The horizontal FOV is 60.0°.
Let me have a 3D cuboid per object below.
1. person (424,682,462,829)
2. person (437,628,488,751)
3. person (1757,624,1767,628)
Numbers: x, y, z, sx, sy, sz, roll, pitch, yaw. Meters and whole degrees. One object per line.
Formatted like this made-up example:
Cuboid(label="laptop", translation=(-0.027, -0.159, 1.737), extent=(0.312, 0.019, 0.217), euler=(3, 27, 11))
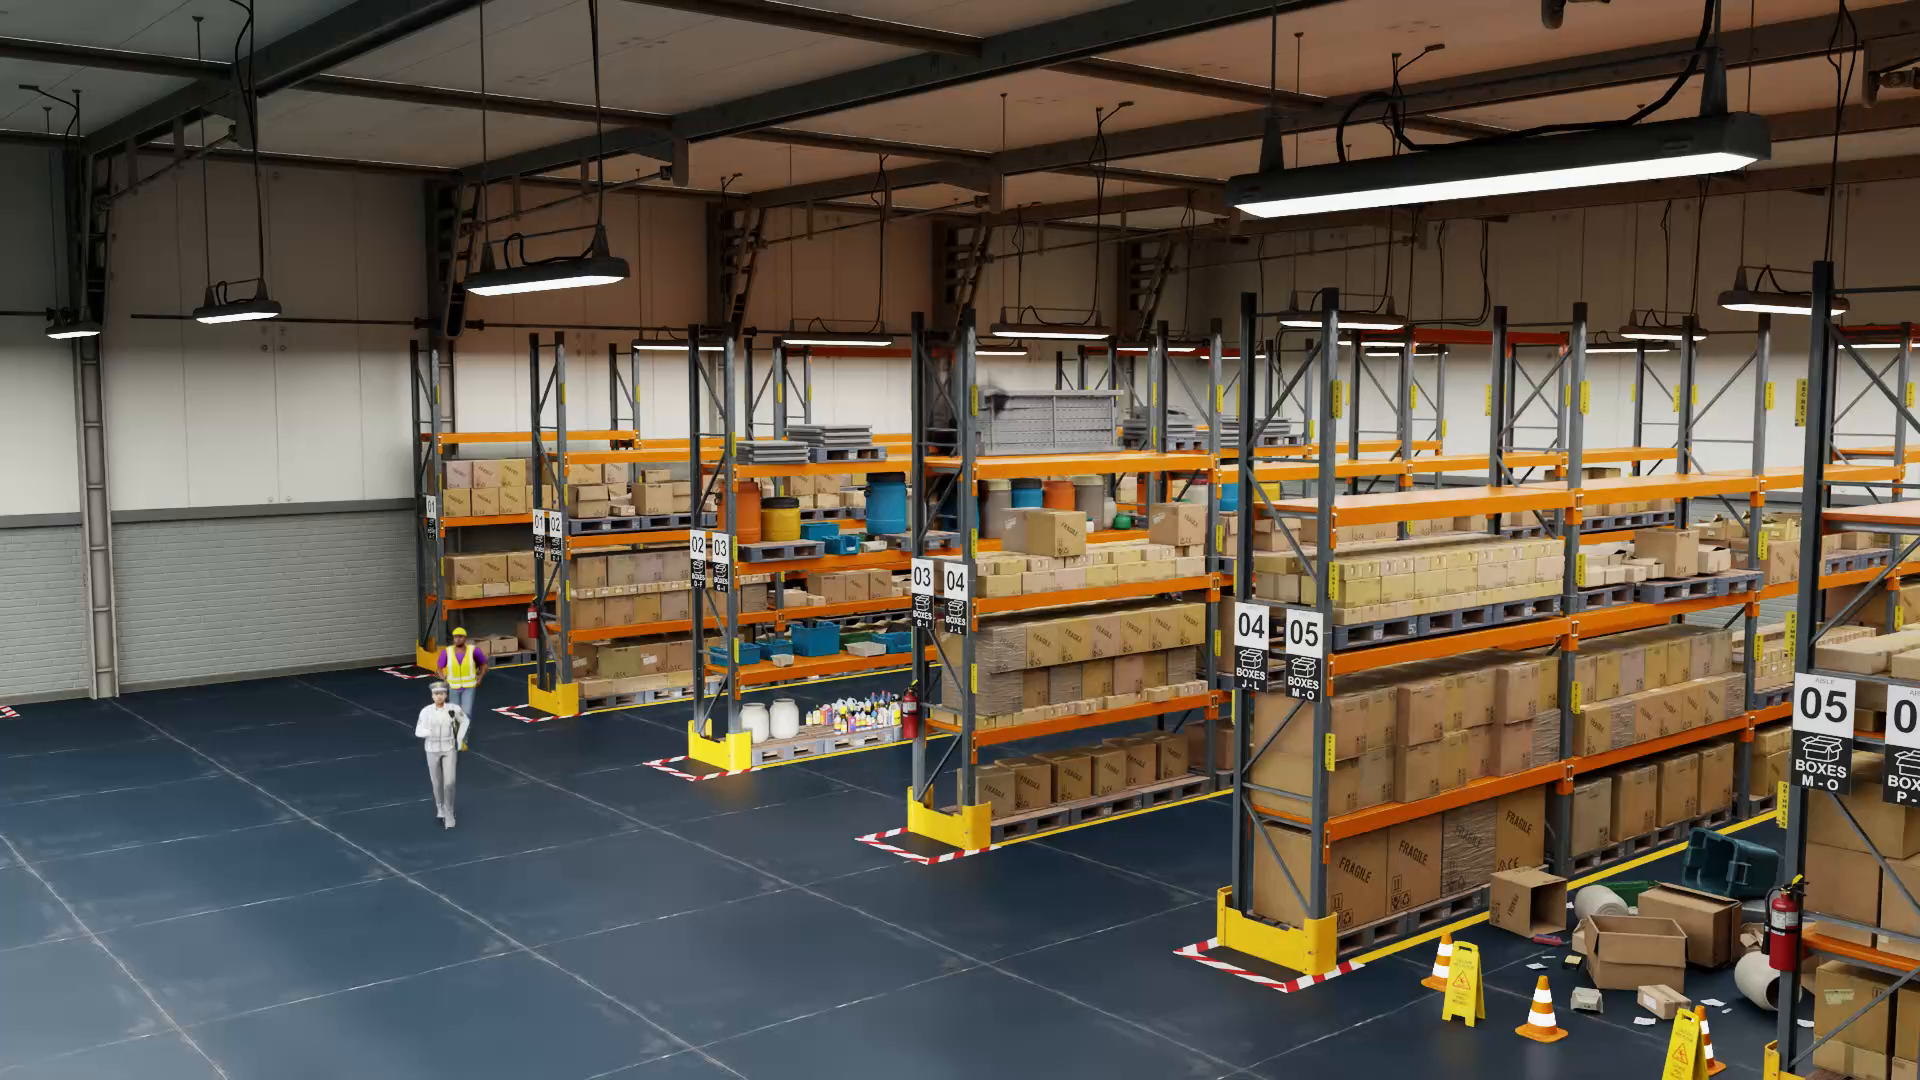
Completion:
Cuboid(label="person", translation=(-6.079, 2.523, 19.558), extent=(0.431, 1.721, 0.684), euler=(-1, 5, -12))
Cuboid(label="person", translation=(-7.122, 2.108, 23.828), extent=(0.701, 1.744, 0.695), euler=(-1, 5, -15))
Cuboid(label="person", translation=(12.061, 2.073, 24.940), extent=(0.721, 1.650, 0.509), euler=(-3, 6, -32))
